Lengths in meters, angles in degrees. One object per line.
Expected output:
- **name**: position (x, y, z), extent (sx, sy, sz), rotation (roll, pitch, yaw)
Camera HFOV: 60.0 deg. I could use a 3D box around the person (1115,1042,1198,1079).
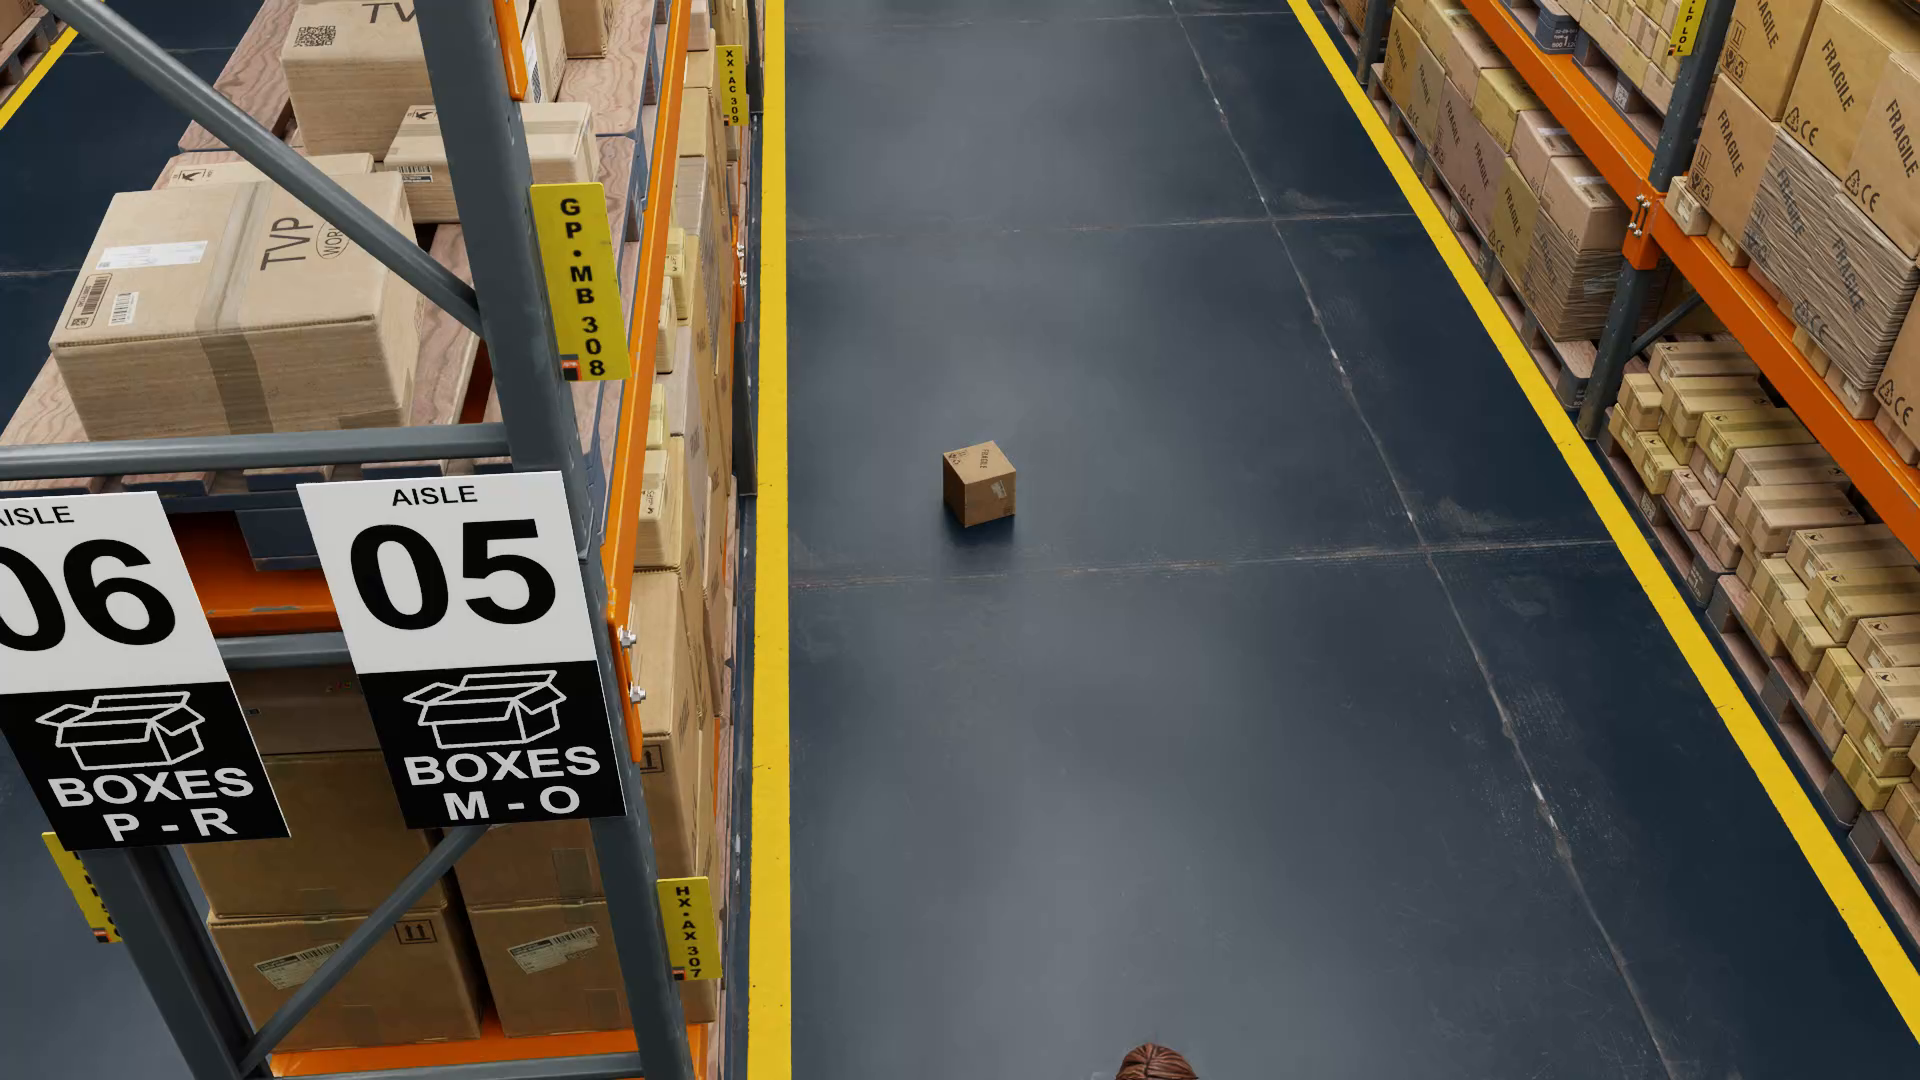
- **person**: position (0.439, 1.745, 4.036), extent (0.459, 1.612, 0.508), rotation (3, 40, 4)
